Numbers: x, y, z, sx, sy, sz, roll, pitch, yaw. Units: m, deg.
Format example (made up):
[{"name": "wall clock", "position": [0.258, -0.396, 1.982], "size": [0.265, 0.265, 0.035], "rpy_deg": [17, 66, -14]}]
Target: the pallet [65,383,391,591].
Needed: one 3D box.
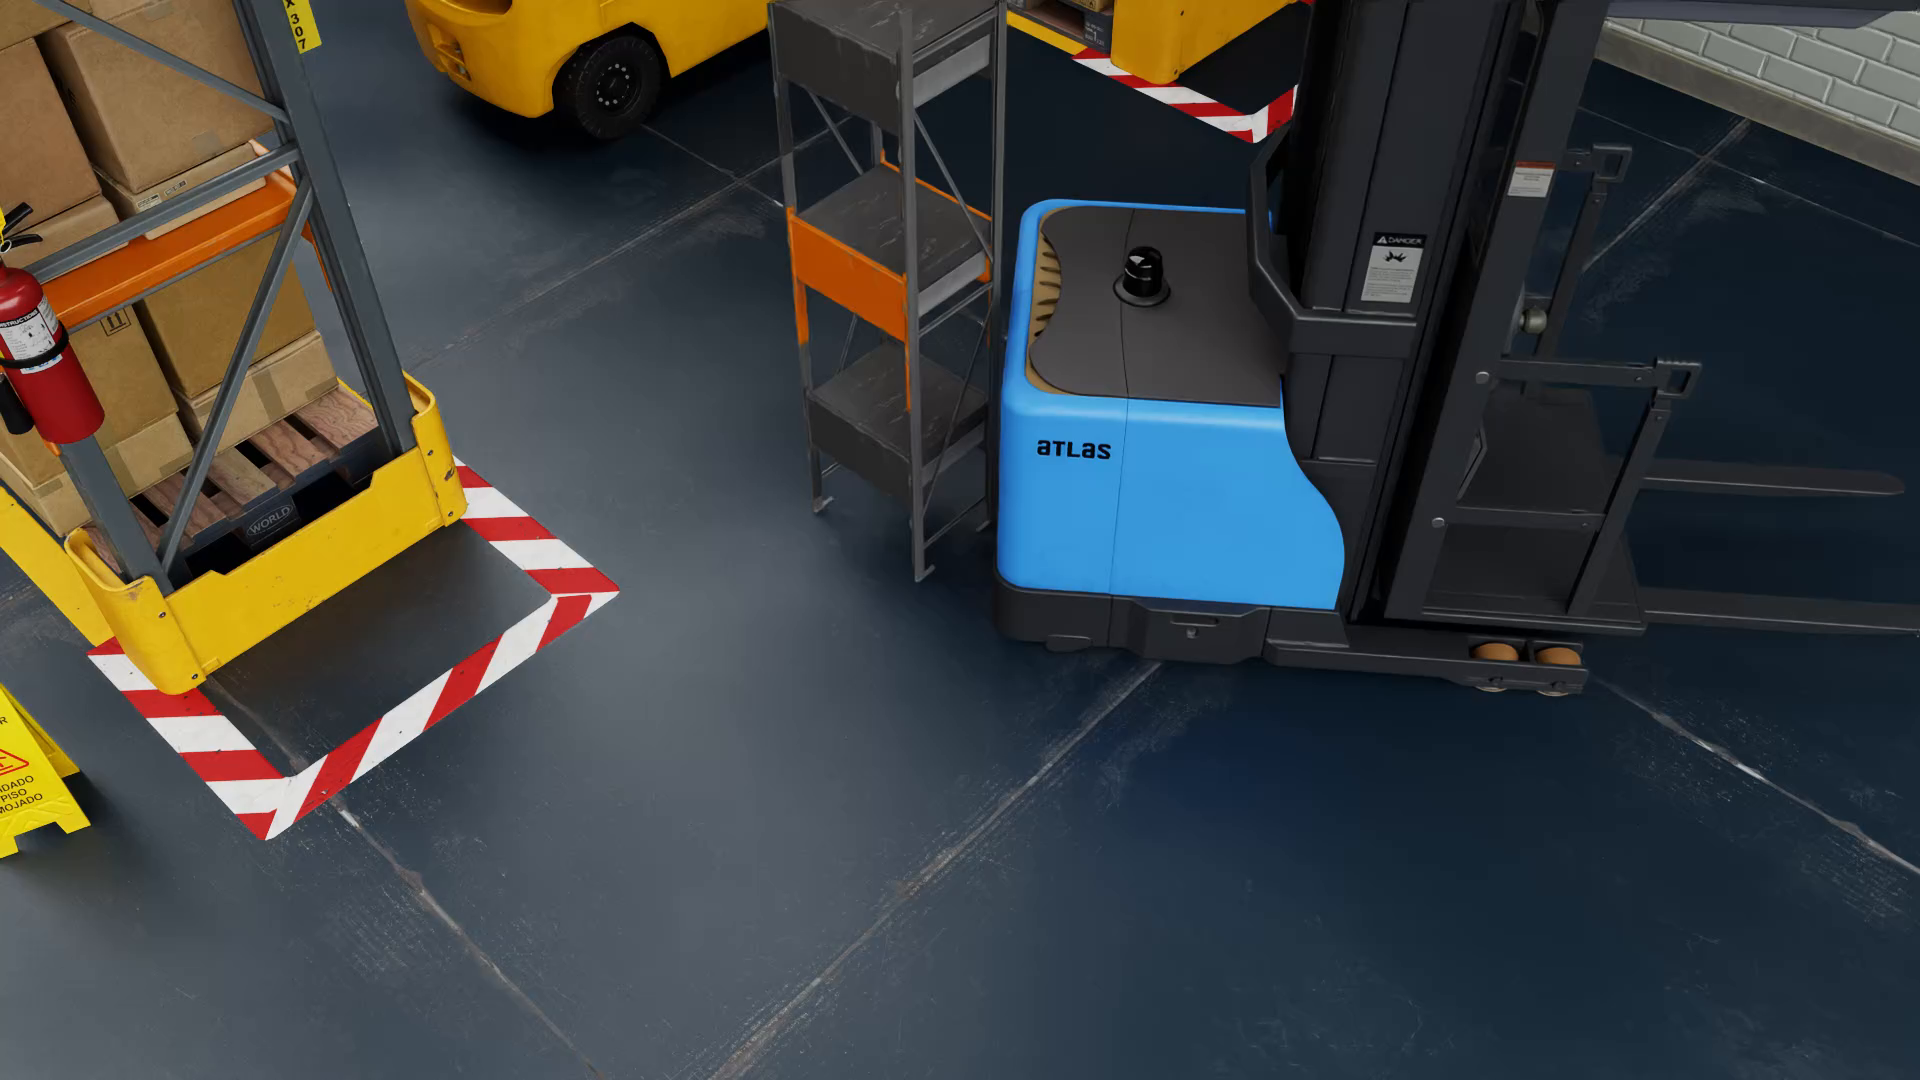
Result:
[{"name": "pallet", "position": [-2.803, -0.378, 5.960], "size": [1.213, 0.211, 1.003], "rpy_deg": [34, 55, 28]}]

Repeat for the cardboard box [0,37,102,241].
[{"name": "cardboard box", "position": [-2.760, -1.131, 4.482], "size": [0.500, 0.500, 0.500], "rpy_deg": [33, 55, 27]}]

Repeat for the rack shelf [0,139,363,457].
[{"name": "rack shelf", "position": [-3.644, -1.617, 5.704], "size": [4.000, 0.370, 1.077], "rpy_deg": [34, 55, 28]}]

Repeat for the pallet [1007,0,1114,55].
[{"name": "pallet", "position": [0.599, -2.936, 8.362], "size": [1.213, 0.211, 1.003], "rpy_deg": [34, 55, 28]}]

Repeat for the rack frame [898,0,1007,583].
[{"name": "rack frame", "position": [-0.014, -0.684, 4.952], "size": [0.015, 2.100, 0.400], "rpy_deg": [33, 55, 27]}]

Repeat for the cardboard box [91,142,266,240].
[{"name": "cardboard box", "position": [-2.283, -1.067, 4.867], "size": [0.250, 0.149, 0.380], "rpy_deg": [34, 55, 28]}]

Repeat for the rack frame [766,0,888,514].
[{"name": "rack frame", "position": [-0.376, -0.923, 5.176], "size": [0.015, 2.100, 0.400], "rpy_deg": [33, 55, 27]}]

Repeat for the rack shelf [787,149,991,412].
[{"name": "rack shelf", "position": [-0.195, -0.794, 5.074], "size": [0.480, 0.518, 0.431], "rpy_deg": [33, 55, 27]}]

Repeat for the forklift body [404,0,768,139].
[{"name": "forklift body", "position": [-1.441, -3.205, 7.284], "size": [1.214, 2.155, 2.313], "rpy_deg": [34, 55, 28]}]

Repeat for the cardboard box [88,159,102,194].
[{"name": "cardboard box", "position": [-2.479, -1.184, 4.977], "size": [0.250, 0.149, 0.380], "rpy_deg": [35, 56, 28]}]

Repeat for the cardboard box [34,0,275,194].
[{"name": "cardboard box", "position": [-2.334, -1.393, 4.728], "size": [0.500, 0.500, 0.500], "rpy_deg": [33, 55, 27]}]

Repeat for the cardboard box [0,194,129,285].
[{"name": "cardboard box", "position": [-2.594, -0.859, 4.671], "size": [0.250, 0.149, 0.380], "rpy_deg": [36, 56, 29]}]

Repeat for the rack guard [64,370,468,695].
[{"name": "rack guard", "position": [-2.230, -0.056, 5.460], "size": [0.348, 0.500, 1.175], "rpy_deg": [34, 55, 28]}]

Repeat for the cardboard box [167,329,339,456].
[{"name": "cardboard box", "position": [-2.579, -0.624, 5.876], "size": [0.500, 0.250, 0.500], "rpy_deg": [33, 55, 27]}]

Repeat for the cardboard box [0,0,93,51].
[{"name": "cardboard box", "position": [-2.698, -1.488, 4.131], "size": [0.500, 0.500, 0.700], "rpy_deg": [33, 55, 27]}]

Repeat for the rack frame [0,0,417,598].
[{"name": "rack frame", "position": [-2.174, -0.874, 4.513], "size": [0.127, 3.000, 1.000], "rpy_deg": [34, 55, 28]}]

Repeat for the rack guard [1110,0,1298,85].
[{"name": "rack guard", "position": [1.207, -2.668, 7.912], "size": [0.348, 0.500, 1.175], "rpy_deg": [34, 55, 28]}]

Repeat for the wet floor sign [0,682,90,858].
[{"name": "wet floor sign", "position": [-2.760, 0.599, 4.745], "size": [0.267, 0.644, 0.232], "rpy_deg": [-21, 50, -18]}]

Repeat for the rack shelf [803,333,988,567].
[{"name": "rack shelf", "position": [-0.195, -0.315, 5.584], "size": [0.480, 0.518, 0.431], "rpy_deg": [33, 55, 27]}]

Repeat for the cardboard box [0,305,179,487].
[{"name": "cardboard box", "position": [-2.940, -0.590, 5.330], "size": [0.500, 0.500, 0.500], "rpy_deg": [34, 56, 28]}]

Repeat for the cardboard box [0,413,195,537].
[{"name": "cardboard box", "position": [-2.968, -0.344, 5.614], "size": [0.500, 0.250, 0.500], "rpy_deg": [34, 55, 28]}]

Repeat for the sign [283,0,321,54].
[{"name": "sign", "position": [-1.806, -1.461, 4.471], "size": [0.005, 0.325, 0.100], "rpy_deg": [34, 55, 28]}]

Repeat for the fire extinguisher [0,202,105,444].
[{"name": "fire extinguisher", "position": [-2.403, -0.544, 4.257], "size": [0.183, 0.674, 0.296], "rpy_deg": [34, 55, 28]}]

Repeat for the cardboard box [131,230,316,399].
[{"name": "cardboard box", "position": [-2.597, -0.892, 5.614], "size": [0.500, 0.500, 0.500], "rpy_deg": [32, 55, 27]}]

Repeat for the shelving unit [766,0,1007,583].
[{"name": "shelving unit", "position": [-0.195, -0.803, 5.064], "size": [0.503, 2.100, 0.431], "rpy_deg": [33, 55, 27]}]

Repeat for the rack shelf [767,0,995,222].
[{"name": "rack shelf", "position": [-0.195, -1.273, 4.564], "size": [0.480, 0.518, 0.431], "rpy_deg": [33, 55, 27]}]

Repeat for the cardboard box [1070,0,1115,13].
[{"name": "cardboard box", "position": [0.630, -2.801, 7.920], "size": [0.500, 0.250, 0.500], "rpy_deg": [34, 56, 28]}]

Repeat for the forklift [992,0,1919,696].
[{"name": "forklift", "position": [1.651, -0.916, 4.600], "size": [3.031, 2.935, 1.130], "rpy_deg": [4, 47, 4]}]
